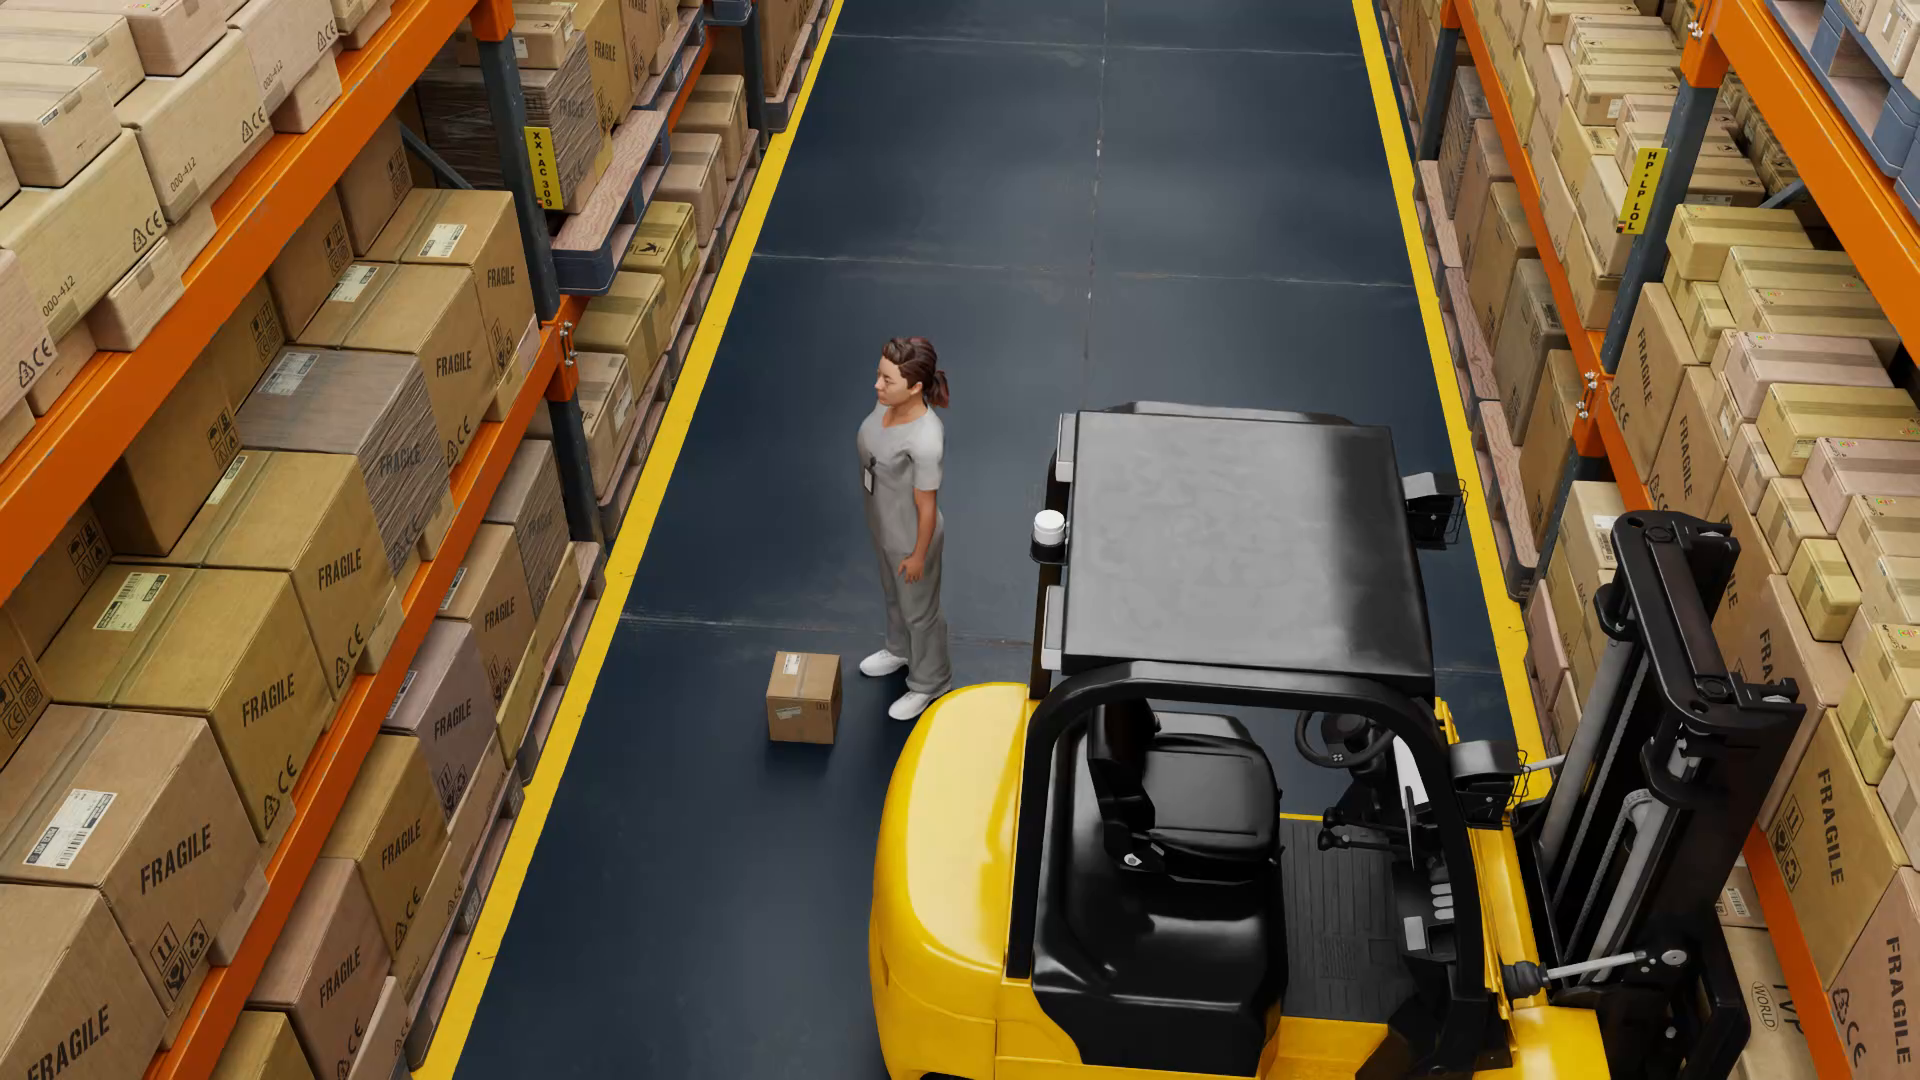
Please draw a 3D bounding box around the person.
[{"bbox_3d":[-0.196,-0.040,6.205,0.355,1.672,0.437,-15,42,-17],"label":"person"}]
